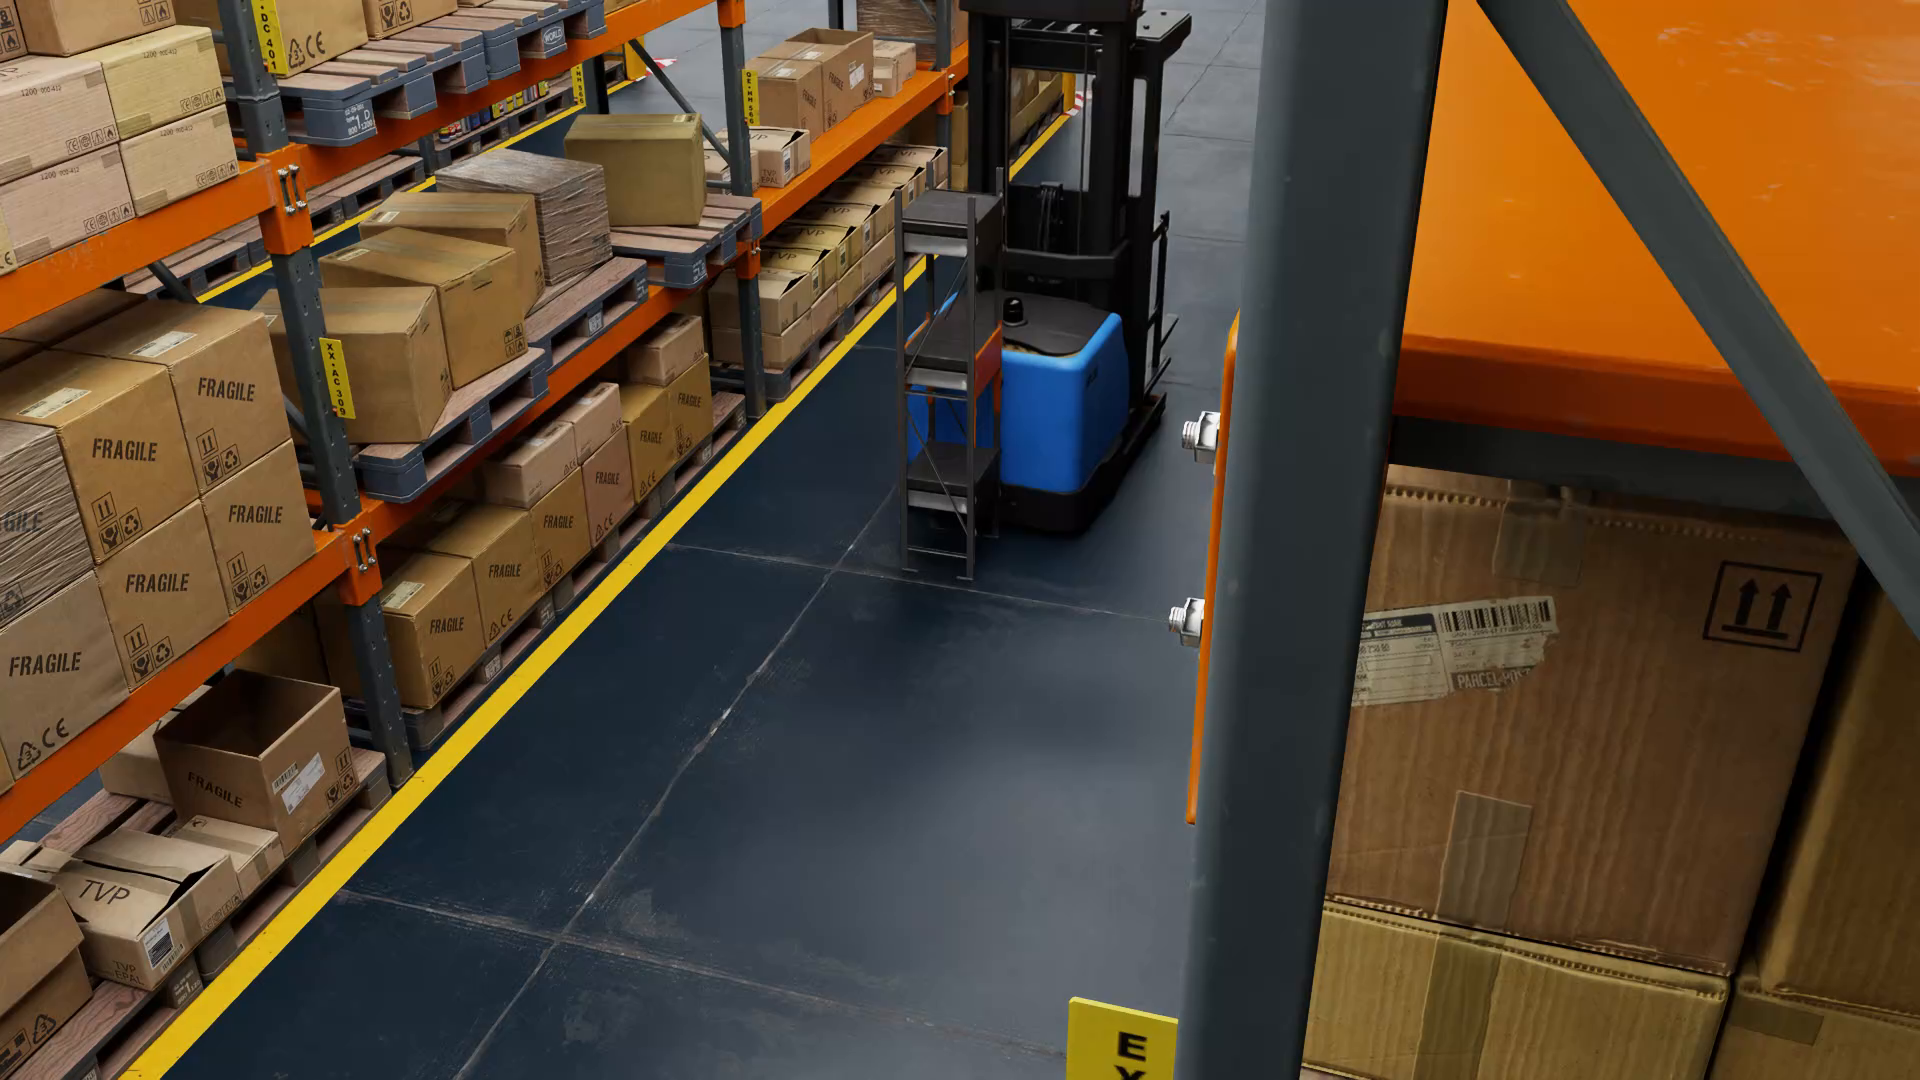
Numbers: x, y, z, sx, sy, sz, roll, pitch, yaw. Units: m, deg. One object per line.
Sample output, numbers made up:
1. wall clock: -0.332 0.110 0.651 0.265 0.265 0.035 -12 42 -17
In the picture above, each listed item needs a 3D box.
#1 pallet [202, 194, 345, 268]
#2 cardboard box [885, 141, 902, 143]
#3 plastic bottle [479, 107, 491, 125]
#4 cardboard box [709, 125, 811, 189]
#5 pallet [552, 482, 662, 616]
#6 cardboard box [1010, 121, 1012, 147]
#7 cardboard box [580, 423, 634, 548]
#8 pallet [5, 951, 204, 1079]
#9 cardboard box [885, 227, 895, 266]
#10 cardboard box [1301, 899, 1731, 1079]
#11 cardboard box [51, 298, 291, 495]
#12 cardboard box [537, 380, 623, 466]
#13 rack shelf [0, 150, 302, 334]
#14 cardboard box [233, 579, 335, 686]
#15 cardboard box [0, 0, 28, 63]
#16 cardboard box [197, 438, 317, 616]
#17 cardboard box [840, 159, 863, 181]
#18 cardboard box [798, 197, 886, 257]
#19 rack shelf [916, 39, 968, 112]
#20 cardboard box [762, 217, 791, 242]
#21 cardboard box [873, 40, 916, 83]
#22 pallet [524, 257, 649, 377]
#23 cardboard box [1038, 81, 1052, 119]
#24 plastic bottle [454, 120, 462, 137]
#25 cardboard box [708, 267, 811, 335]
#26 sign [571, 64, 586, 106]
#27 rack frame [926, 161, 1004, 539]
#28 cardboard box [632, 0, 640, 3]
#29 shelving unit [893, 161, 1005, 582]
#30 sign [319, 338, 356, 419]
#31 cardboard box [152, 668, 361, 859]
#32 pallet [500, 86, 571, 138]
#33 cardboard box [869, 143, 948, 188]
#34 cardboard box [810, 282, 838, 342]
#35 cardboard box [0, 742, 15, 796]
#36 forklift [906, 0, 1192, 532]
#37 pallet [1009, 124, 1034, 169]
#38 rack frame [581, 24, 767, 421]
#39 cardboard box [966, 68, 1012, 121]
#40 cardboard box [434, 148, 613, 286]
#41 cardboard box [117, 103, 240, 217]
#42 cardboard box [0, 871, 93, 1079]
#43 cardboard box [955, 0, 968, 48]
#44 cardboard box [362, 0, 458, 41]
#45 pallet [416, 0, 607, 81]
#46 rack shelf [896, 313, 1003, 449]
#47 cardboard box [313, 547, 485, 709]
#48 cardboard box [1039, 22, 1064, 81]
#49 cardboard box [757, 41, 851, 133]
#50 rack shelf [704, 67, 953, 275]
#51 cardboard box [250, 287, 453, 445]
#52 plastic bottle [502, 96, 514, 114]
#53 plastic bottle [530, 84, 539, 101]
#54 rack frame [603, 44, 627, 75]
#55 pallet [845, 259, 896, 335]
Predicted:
1. pallet: -5.851 -2.583 13.677 1.003 0.211 1.213 8 30 15
2. cardboard box: -0.484 -3.492 14.839 0.500 0.250 0.500 8 30 15
3. plastic bottle: -4.612 -4.180 15.950 0.144 0.351 0.185 7 30 13
4. cardboard box: -1.294 -2.523 10.791 0.500 0.311 0.500 8 30 14
5. pallet: -2.357 -0.049 9.120 1.003 0.211 1.213 8 30 15
6. cardboard box: 0.162 -3.650 15.122 0.500 0.250 0.500 8 30 15
7. cardboard box: -2.092 -0.320 8.859 0.500 0.500 0.500 7 30 13
8. pallet: -3.474 1.792 5.813 1.003 0.211 1.213 8 30 15
9. cardboard box: -0.712 -2.308 12.710 0.500 0.250 0.500 9 30 16
10. cardboard box: 0.608 0.398 1.982 0.500 0.250 0.500 9 30 16
11. cardboard box: -2.816 -0.524 5.974 0.500 0.500 0.500 9 30 15
12. cardboard box: -2.100 -0.631 8.645 0.500 0.250 0.500 8 30 14
13. rack shelf: -3.502 -0.382 4.506 1.077 0.370 4.000 8 30 15
14. cardboard box: -3.044 0.315 7.717 0.500 0.500 0.500 8 30 15
15. cardboard box: -3.304 -1.663 4.937 0.700 0.500 0.500 8 30 15
16. cardboard box: -2.817 -0.090 6.223 0.500 0.500 0.500 9 30 16
17. cardboard box: -1.079 -2.871 13.146 0.500 0.311 0.500 8 30 14
18. cardboard box: -0.858 -2.323 12.160 0.500 0.311 0.500 8 30 14
19. rack shelf: 0.020 -4.648 15.259 1.077 0.370 4.000 8 30 15
20. cardboard box: -1.526 -2.156 11.860 0.500 0.311 0.500 8 30 15
21. cardboard box: -0.670 -3.732 13.028 0.500 0.250 0.500 10 31 18
22. pallet: -2.308 -1.186 8.493 1.003 0.211 1.213 8 30 15
23. cardboard box: 0.597 -4.348 16.377 0.500 0.250 0.500 8 30 15
24. plastic bottle: -4.729 -3.891 15.584 0.097 0.201 0.097 0 29 0
25. cardboard box: -1.307 -1.602 10.864 0.500 0.311 0.500 10 30 17
26. sign: -2.273 -2.758 9.930 0.100 0.325 0.005 8 30 15
27. rack frame: 0.023 -0.954 8.805 0.400 2.100 0.015 8 30 15
28. cardboard box: -1.987 -3.084 8.520 0.910 0.500 0.500 8 30 15
29. shelving unit: -0.049 -0.841 8.601 0.431 2.100 0.503 8 30 15
30. sign: -2.394 -0.619 6.387 0.100 0.325 0.005 8 30 15
31. cardboard box: -2.811 0.890 6.683 0.500 0.500 0.500 8 30 15
32. pallet: -4.708 -4.398 16.938 1.003 0.211 1.213 8 30 15
33. cardboard box: -0.412 -3.031 13.432 0.500 0.311 0.500 8 30 15
34. cardboard box: -1.160 -1.591 11.421 0.500 0.250 0.500 8 30 13
35. cardboard box: -3.262 0.626 4.936 0.500 0.500 0.500 9 30 16
36. forklift: 0.678 -2.024 9.874 1.130 2.935 3.031 10 31 18
37. pallet: 0.063 -3.747 15.768 1.003 0.211 1.213 8 30 15
38. rack frame: -1.741 -2.174 10.072 1.000 3.000 0.127 8 30 15
39. cardboard box: 0.162 -3.978 14.940 0.500 0.500 0.500 8 30 15
40. cardboard box: -2.269 -1.695 8.676 0.700 0.500 0.500 14 32 24
41. cardboard box: -2.804 -1.296 5.563 0.500 0.250 0.500 8 30 15
42. cardboard box: -3.462 1.458 5.660 0.797 0.503 0.637 8 30 15
43. cardboard box: -0.294 -4.530 14.204 0.700 0.500 0.500 8 30 14
44. cardboard box: -2.523 -2.434 6.817 0.600 0.600 0.600 8 30 14
45. pallet: -2.355 -2.319 7.441 1.213 0.211 1.003 8 30 15
46. rack shelf: -0.049 -0.829 8.608 0.431 0.518 0.480 8 30 15
47. cardboard box: -2.540 0.395 7.573 0.500 0.500 0.500 7 30 13
48. cardboard box: 0.734 -4.910 16.615 0.500 0.500 0.500 8 30 15
49. cardboard box: -1.110 -3.244 11.894 0.500 0.500 0.500 9 30 15
50. rack shelf: -1.154 -2.789 11.918 1.077 0.370 4.000 8 30 15
51. cardboard box: -2.562 -0.730 6.943 0.700 0.500 0.500 -1 29 -2
52. plastic bottle: -4.487 -4.377 16.305 0.144 0.351 0.185 8 30 14
53. plastic bottle: -4.347 -4.573 16.734 0.152 0.276 0.135 9 30 15
54. rack frame: -4.127 -6.600 18.029 1.000 3.000 0.127 8 30 15
55. pallet: -1.102 -1.897 12.444 1.003 0.211 1.213 8 30 15
